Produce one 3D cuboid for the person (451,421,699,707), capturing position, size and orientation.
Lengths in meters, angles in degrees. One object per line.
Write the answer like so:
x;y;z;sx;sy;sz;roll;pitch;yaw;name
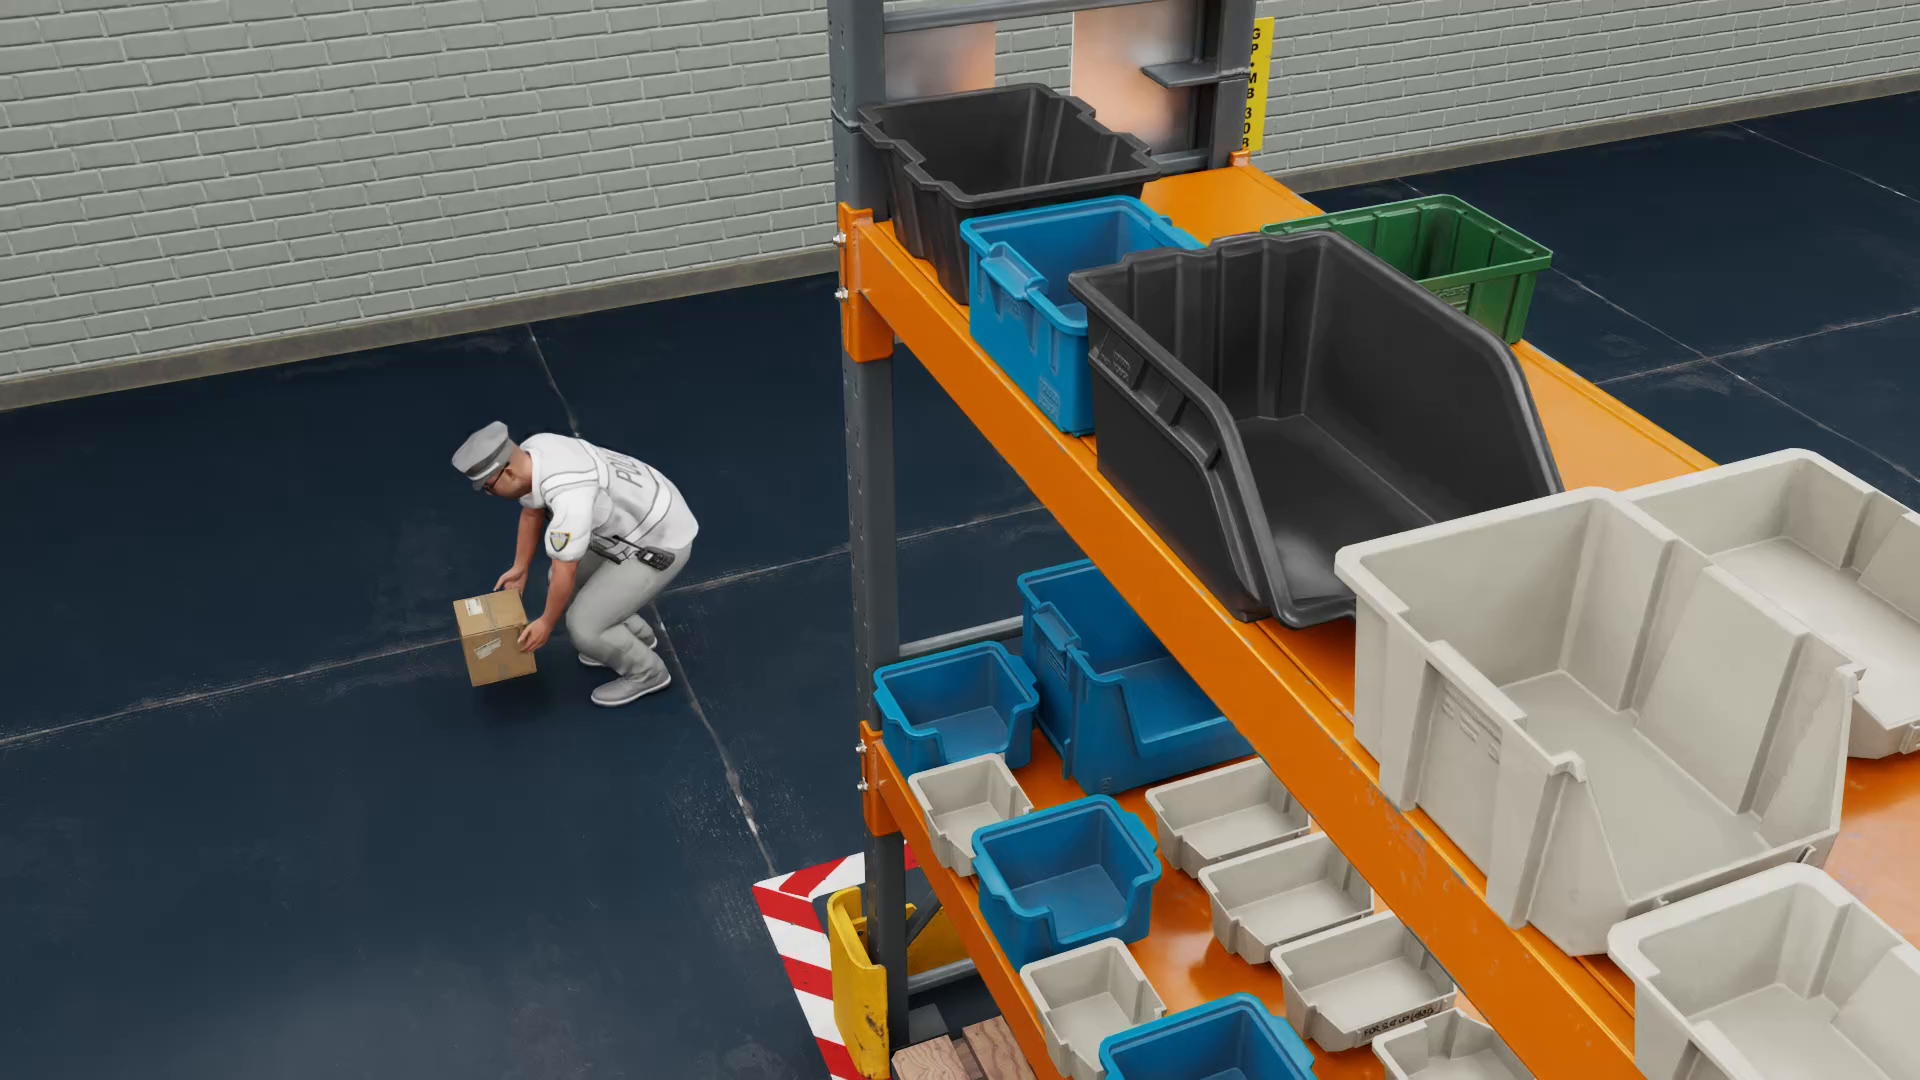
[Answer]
-1.452;0.064;6.483;0.873;1.268;0.584;-13;35;-19;person
